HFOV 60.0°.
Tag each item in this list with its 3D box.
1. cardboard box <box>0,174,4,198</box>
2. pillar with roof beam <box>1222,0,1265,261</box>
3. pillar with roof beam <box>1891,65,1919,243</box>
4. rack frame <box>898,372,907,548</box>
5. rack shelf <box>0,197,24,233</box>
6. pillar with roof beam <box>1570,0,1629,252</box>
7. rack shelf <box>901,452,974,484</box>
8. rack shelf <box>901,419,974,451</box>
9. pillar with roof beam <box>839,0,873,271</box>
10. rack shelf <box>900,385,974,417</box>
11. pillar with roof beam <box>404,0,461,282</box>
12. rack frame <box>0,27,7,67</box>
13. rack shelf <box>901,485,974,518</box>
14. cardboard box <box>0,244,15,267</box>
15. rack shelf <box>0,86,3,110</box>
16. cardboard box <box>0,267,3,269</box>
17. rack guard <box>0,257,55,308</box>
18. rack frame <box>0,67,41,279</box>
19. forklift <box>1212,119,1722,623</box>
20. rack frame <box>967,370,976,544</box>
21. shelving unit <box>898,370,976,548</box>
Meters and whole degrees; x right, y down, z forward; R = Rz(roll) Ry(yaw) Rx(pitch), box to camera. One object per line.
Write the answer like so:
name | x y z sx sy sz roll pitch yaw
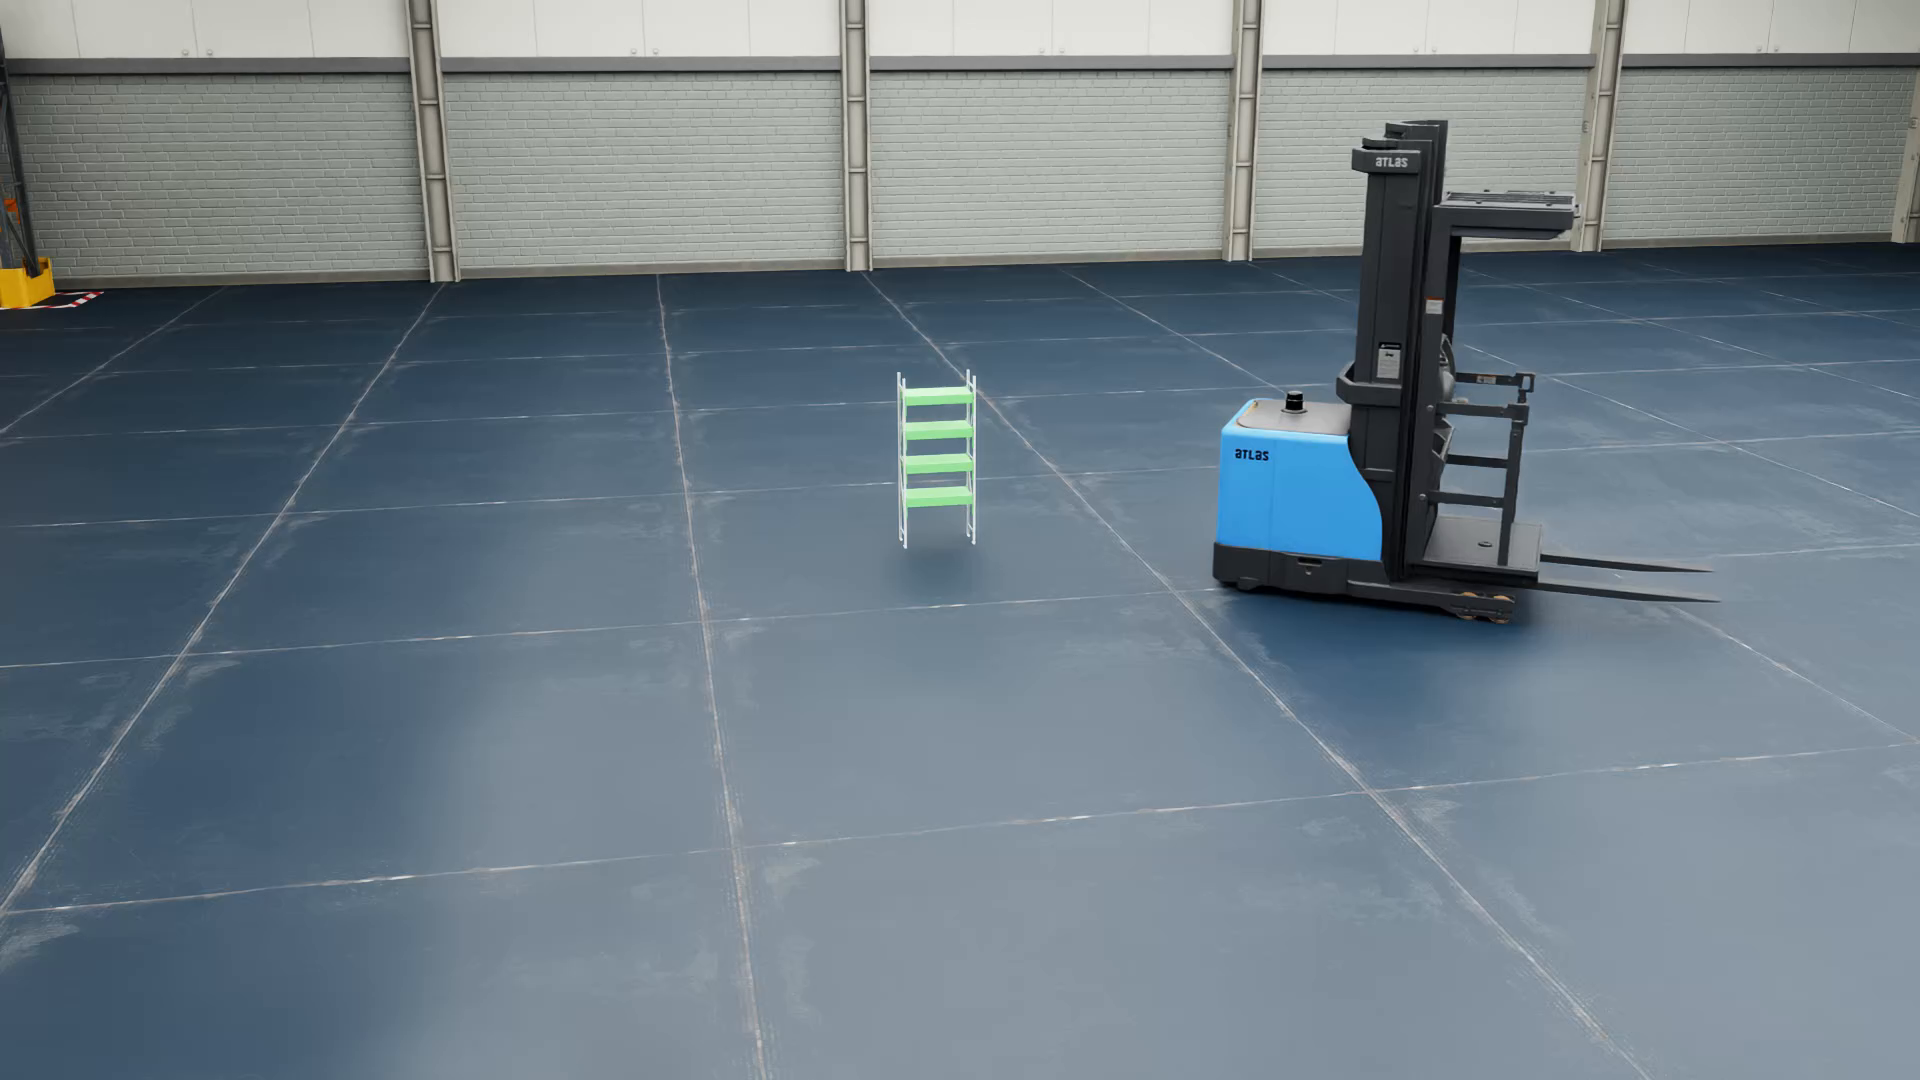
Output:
cardboard box | -13.000 -4.726 21.919 0.500 0.500 0.500 -3 17 -9
pillar with roof beam | 5.175 -7.476 20.826 0.400 9.000 9.100 -3 17 -10
pillar with roof beam | 16.957 -8.144 23.002 0.400 9.000 9.100 -3 17 -10
rack frame | -0.402 -0.551 11.561 0.015 1.200 0.240 -3 17 -10
rack shelf | -14.424 -4.170 21.506 4.000 0.370 1.077 -3 17 -10
pillar with roof beam | 11.066 -7.810 21.914 0.400 9.000 9.100 -3 17 -10
rack shelf | -0.163 -0.503 11.624 0.480 0.148 0.258 -3 17 -10
rack shelf | -0.163 -0.733 11.554 0.480 0.148 0.258 -3 17 -10
pillar with roof beam | -0.716 -7.142 19.738 0.400 9.000 9.100 -3 17 -10
rack shelf | -0.163 -0.962 11.483 0.480 0.148 0.258 -3 17 -10
pillar with roof beam | -6.607 -6.808 18.650 0.400 9.000 9.100 -3 17 -10
rack frame | -12.461 -7.494 20.883 0.127 3.000 1.000 -3 17 -10
rack shelf | -0.163 -0.274 11.695 0.480 0.148 0.258 -3 17 -10
cardboard box | -12.962 -3.785 22.142 0.500 0.250 0.500 -3 17 -9
rack shelf | -14.424 -5.604 21.066 4.000 0.370 1.077 -3 17 -10
cardboard box | -12.980 -3.541 22.200 0.500 0.250 0.500 -3 17 -10
rack guard | -12.437 -3.432 22.135 0.348 0.500 1.175 -3 17 -10
rack frame | -12.461 -4.626 21.763 0.127 3.000 1.000 -3 17 -10
forklift | 3.212 -1.069 10.299 3.031 2.935 1.130 6 18 19
rack frame | 0.077 -0.578 11.650 0.015 1.200 0.240 -3 17 -10
shelving unit | -0.163 -0.564 11.606 0.503 1.200 0.258 -3 17 -10
